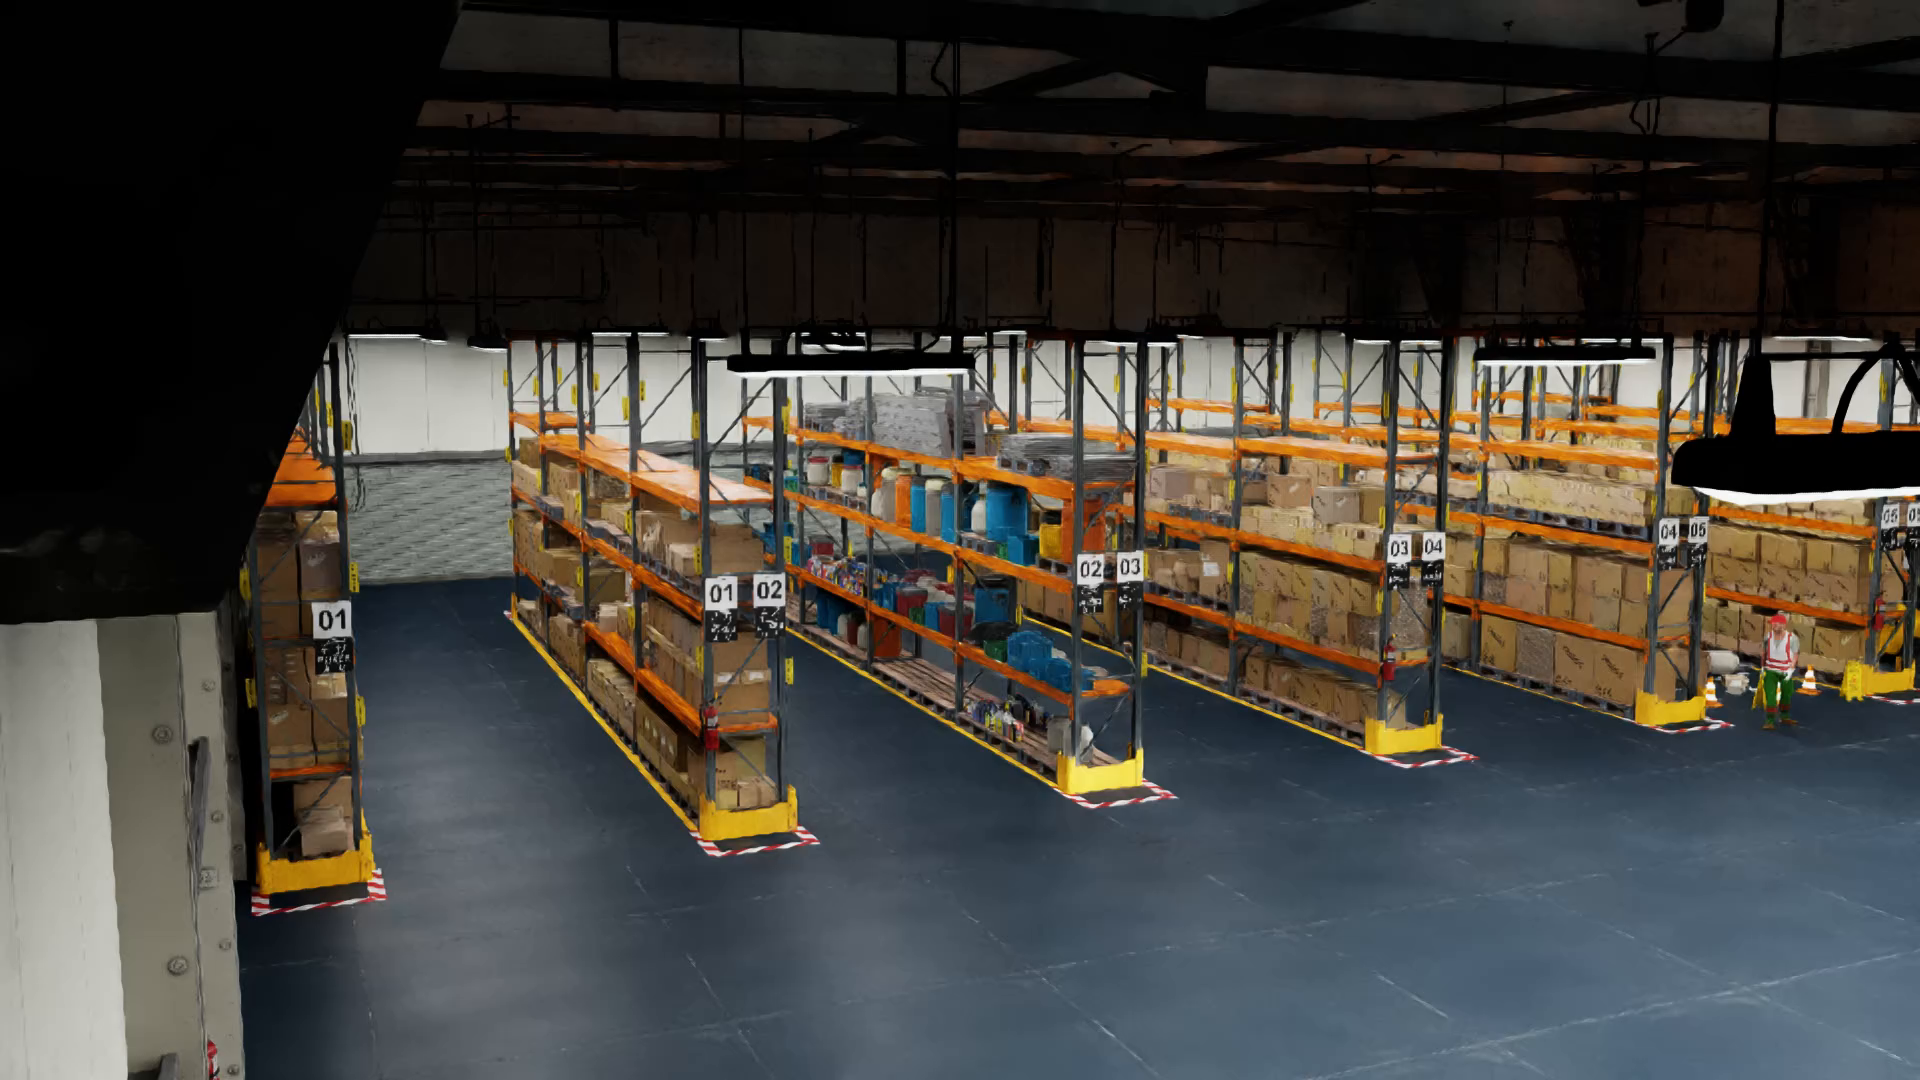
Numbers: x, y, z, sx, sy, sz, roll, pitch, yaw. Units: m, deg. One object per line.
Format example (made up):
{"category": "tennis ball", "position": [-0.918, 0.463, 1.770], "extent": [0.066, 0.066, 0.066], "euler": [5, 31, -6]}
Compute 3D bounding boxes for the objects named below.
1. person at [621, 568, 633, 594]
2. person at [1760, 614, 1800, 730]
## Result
{"category": "person", "position": [-6.732, 0.841, 33.864], "extent": [0.546, 1.774, 0.751], "euler": [-4, 9, -28]}
{"category": "person", "position": [12.542, 2.004, 25.456], "extent": [0.551, 1.786, 0.712], "euler": [6, 10, 36]}
